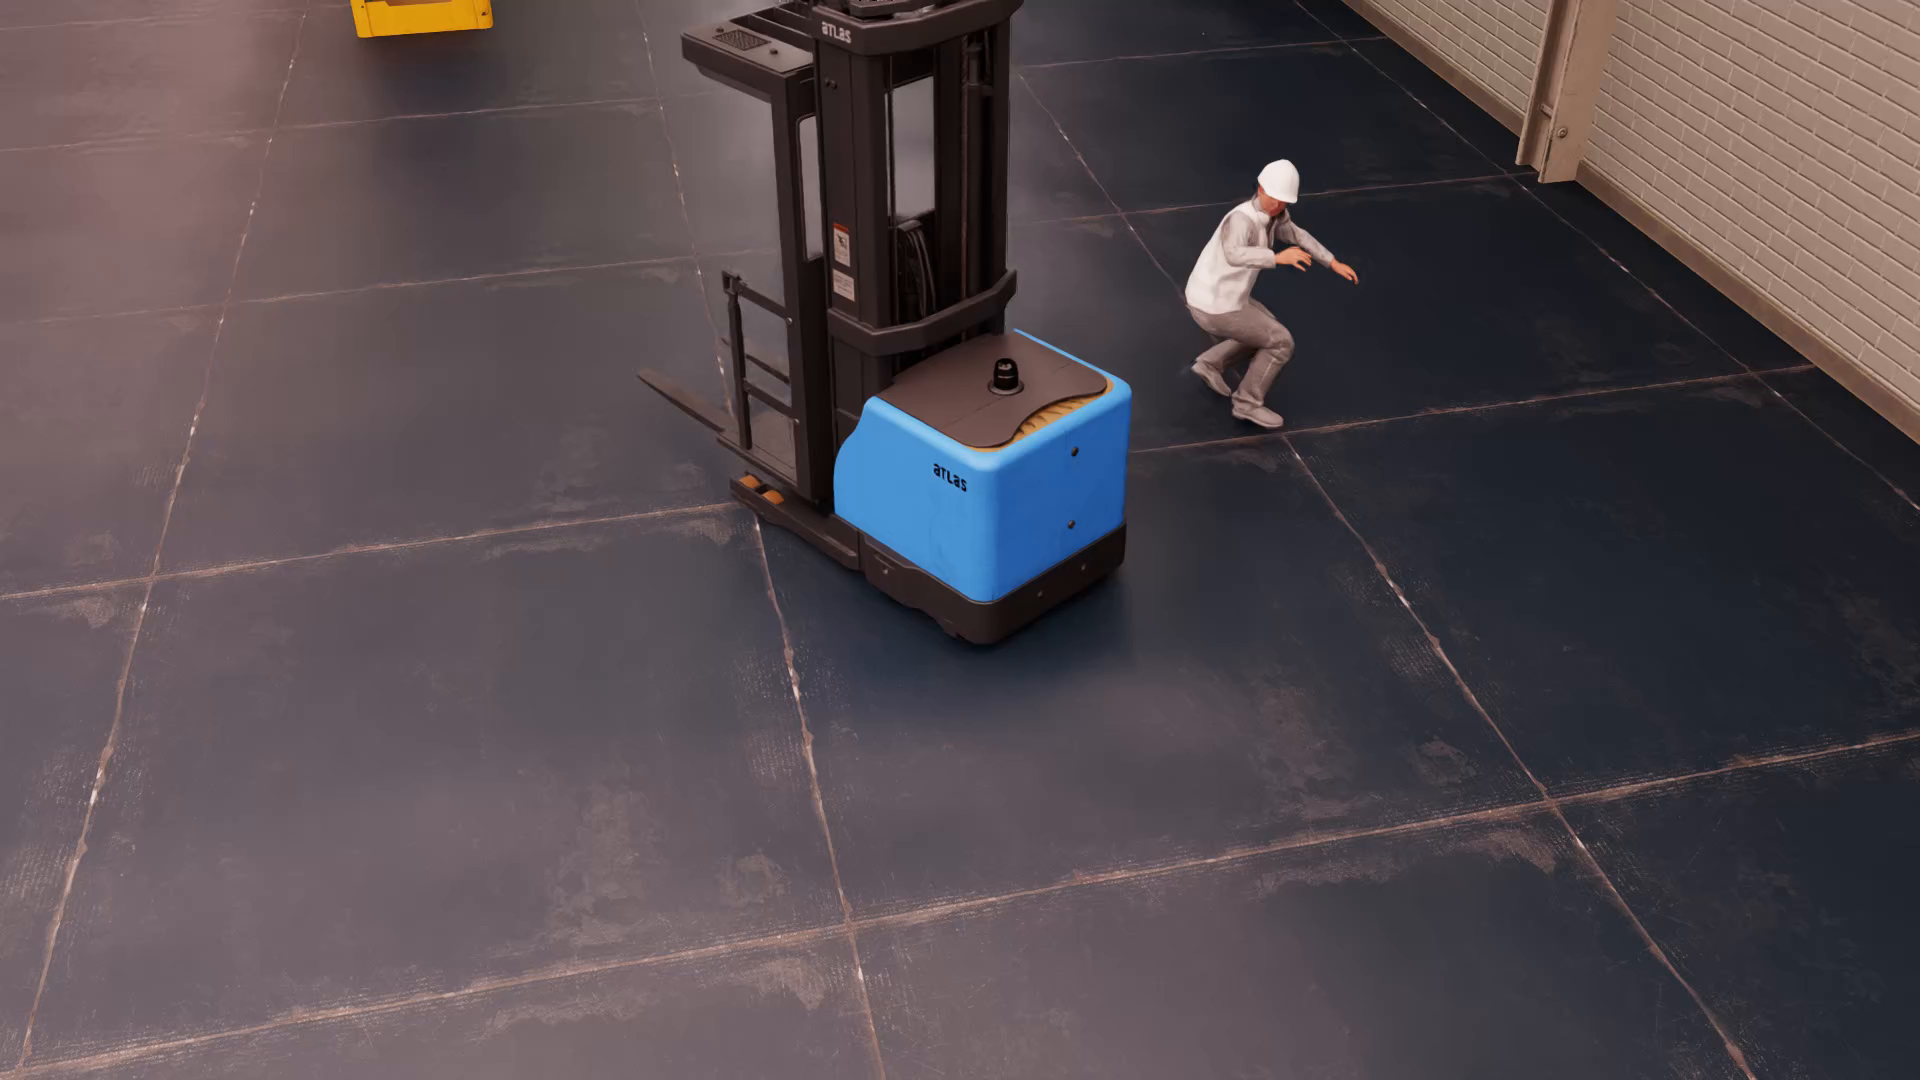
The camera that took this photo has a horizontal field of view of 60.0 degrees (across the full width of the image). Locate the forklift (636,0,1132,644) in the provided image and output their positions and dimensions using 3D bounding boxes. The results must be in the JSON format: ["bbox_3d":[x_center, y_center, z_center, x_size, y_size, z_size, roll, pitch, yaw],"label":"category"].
[{"bbox_3d":[-0.566,-1.467,8.089,1.130,2.935,3.031,-29,45,-34],"label":"forklift"}]

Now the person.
[{"bbox_3d":[1.725,-1.354,9.173,0.957,1.497,0.767,5,36,7],"label":"person"}]
